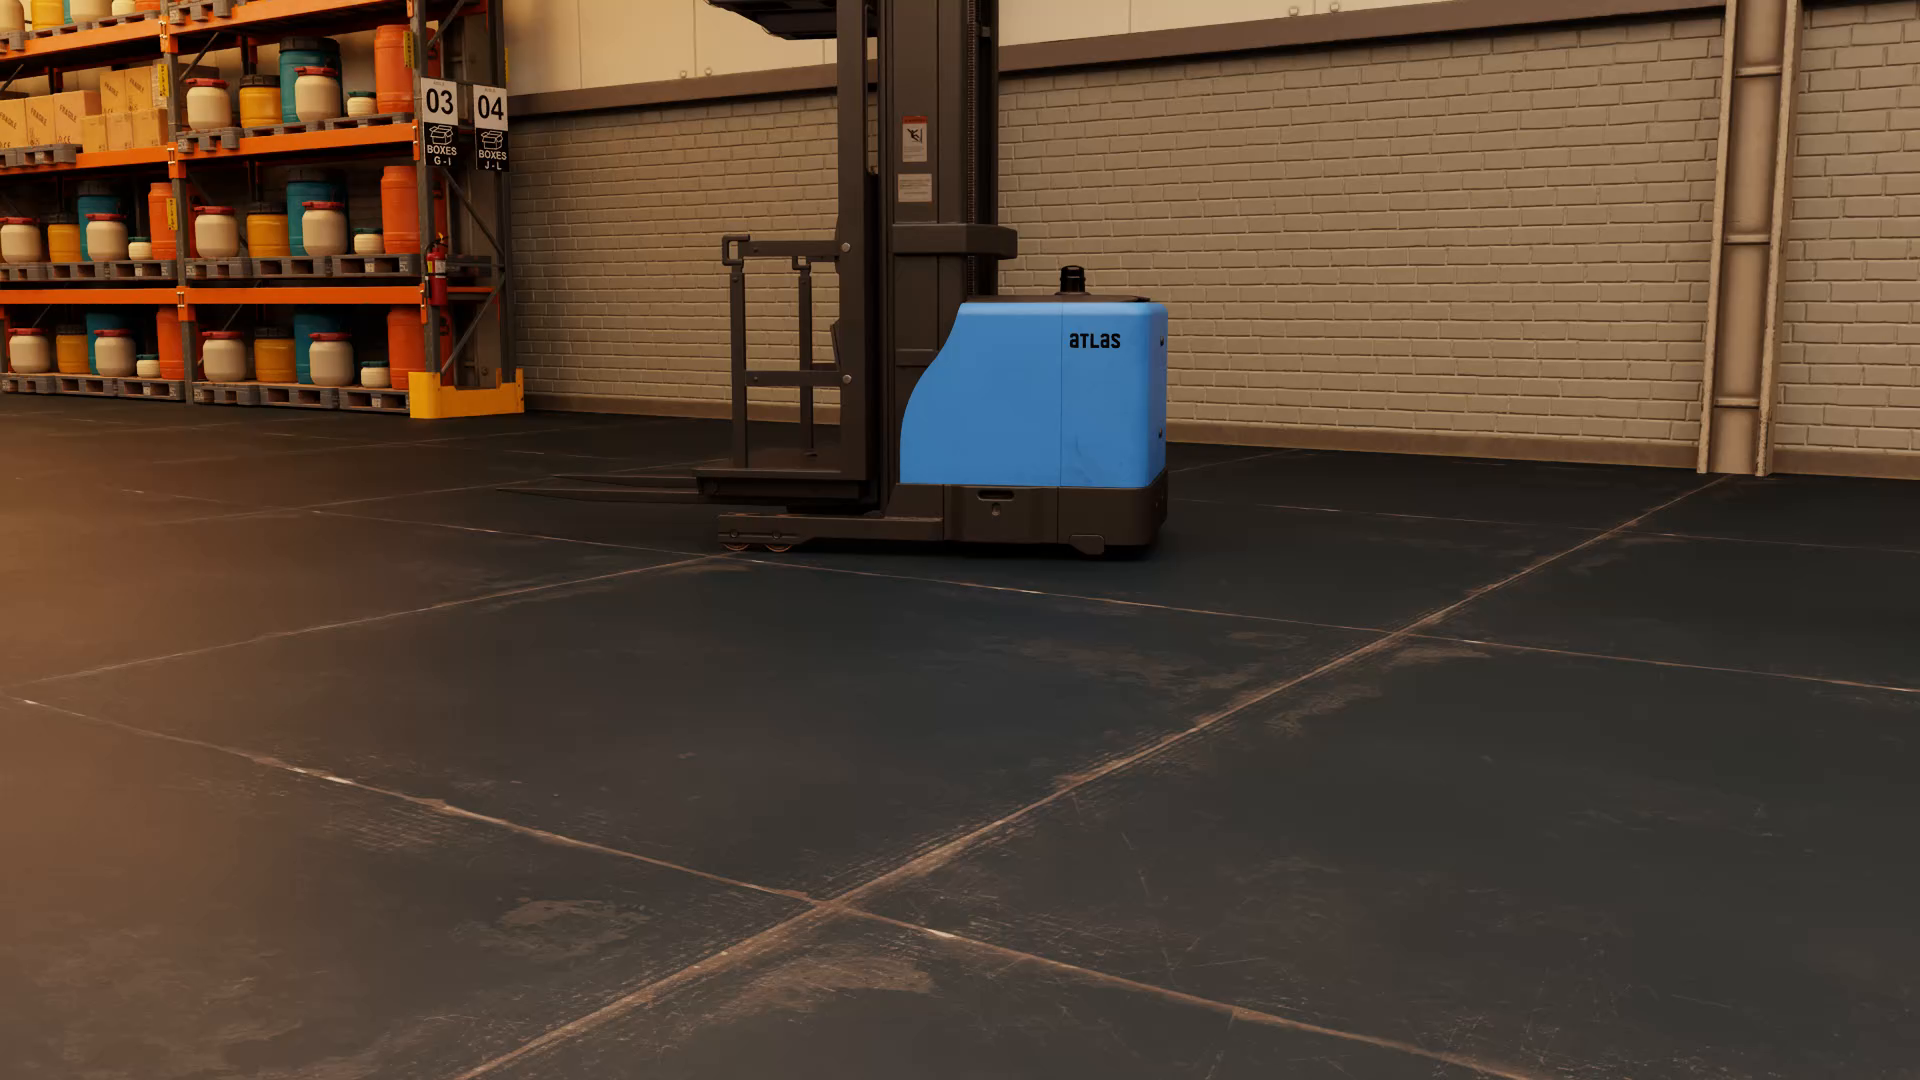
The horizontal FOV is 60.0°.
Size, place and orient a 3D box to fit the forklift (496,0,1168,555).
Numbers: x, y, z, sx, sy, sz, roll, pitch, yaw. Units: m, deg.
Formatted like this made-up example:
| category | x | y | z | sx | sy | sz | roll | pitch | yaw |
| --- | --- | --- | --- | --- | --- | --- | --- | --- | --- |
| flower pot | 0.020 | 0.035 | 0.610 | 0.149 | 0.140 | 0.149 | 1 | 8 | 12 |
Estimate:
| category | x | y | z | sx | sy | sz | roll | pitch | yaw |
| --- | --- | --- | --- | --- | --- | --- | --- | --- | --- |
| forklift | -0.596 | -1.469 | 7.520 | 3.031 | 2.935 | 1.130 | 2 | 8 | 12 |
